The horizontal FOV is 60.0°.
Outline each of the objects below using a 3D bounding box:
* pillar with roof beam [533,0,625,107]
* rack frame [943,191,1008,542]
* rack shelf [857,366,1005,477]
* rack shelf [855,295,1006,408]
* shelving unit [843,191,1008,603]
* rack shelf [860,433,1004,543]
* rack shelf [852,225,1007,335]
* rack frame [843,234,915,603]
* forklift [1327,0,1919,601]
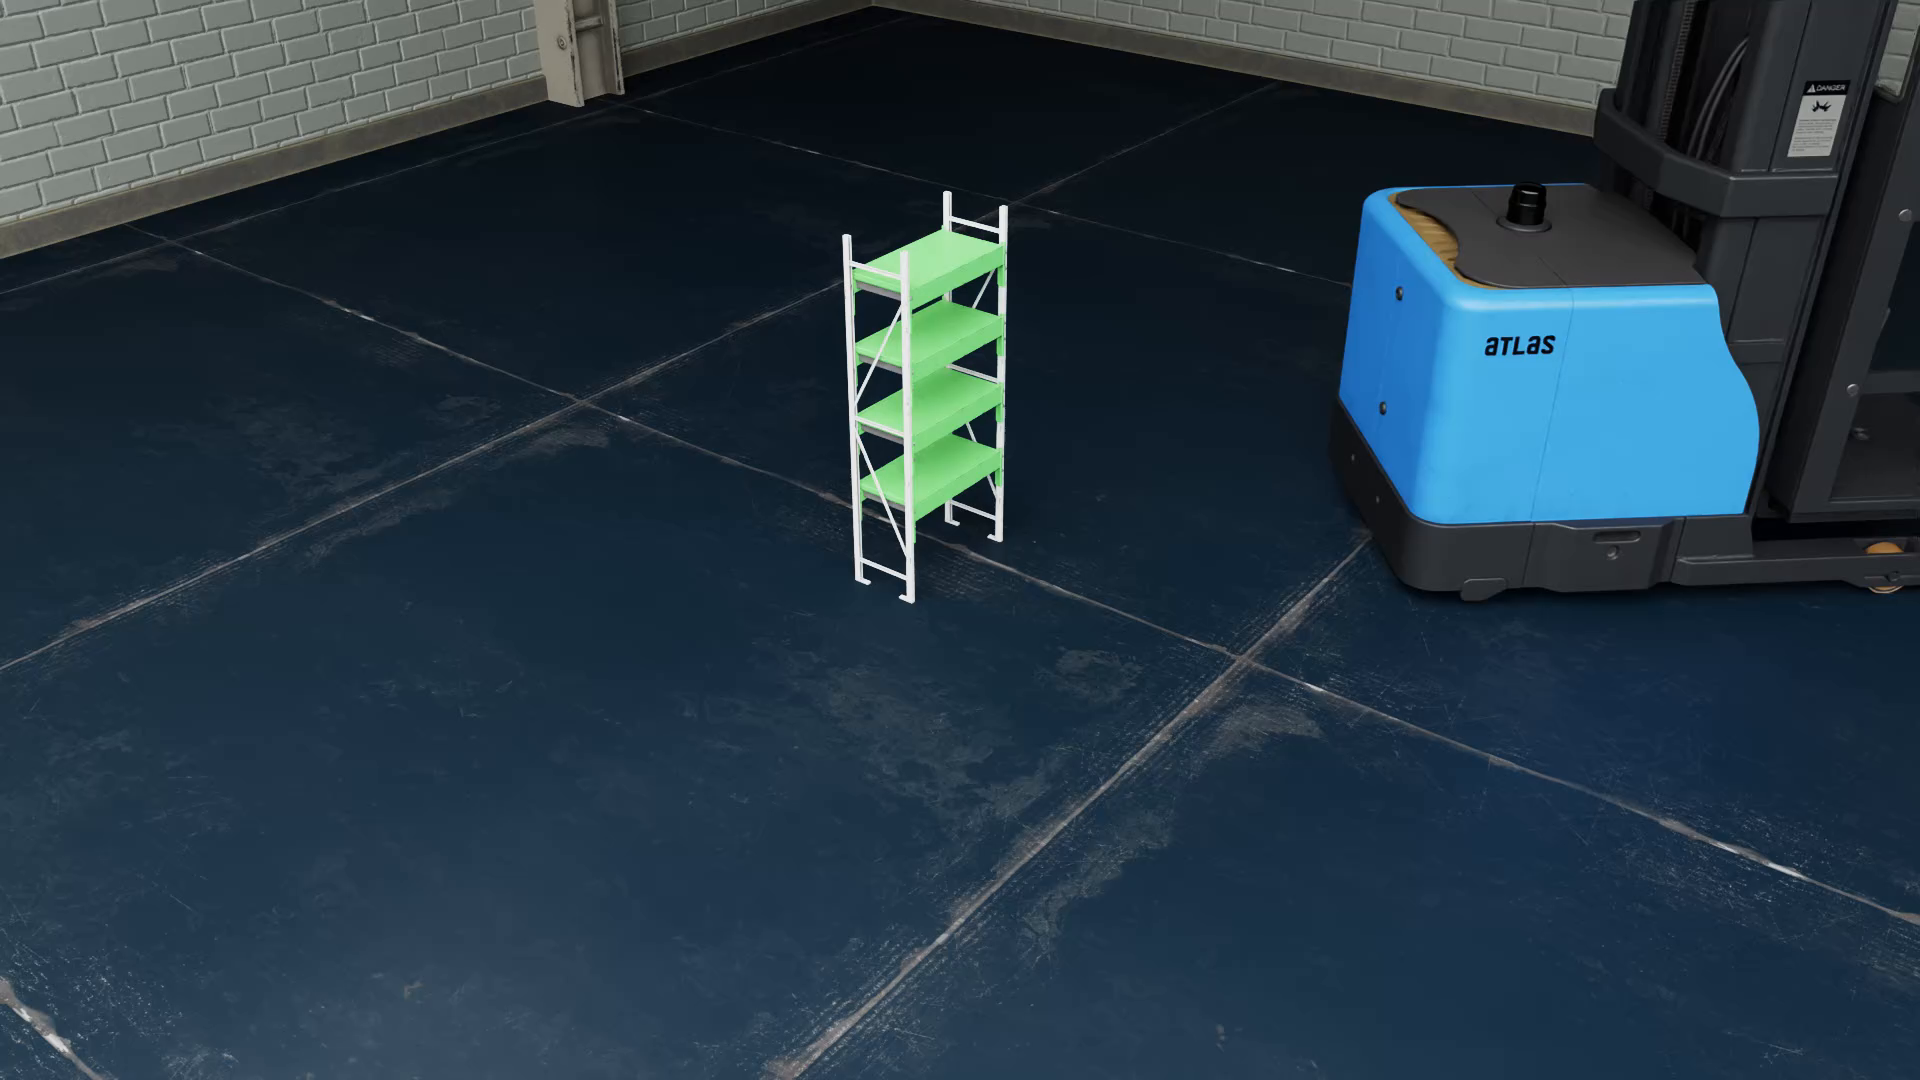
[{"bbox_3d":[1.075,-5.342,5.937,9.100,9.000,0.400,21,37,31],"label":"pillar with roof beam"},{"bbox_3d":[0.047,-0.548,5.498,0.240,1.200,0.015,21,37,31],"label":"rack frame"},{"bbox_3d":[-0.100,-0.394,5.363,0.258,0.148,0.480,21,37,31],"label":"rack shelf"},{"bbox_3d":[-0.100,-0.600,5.241,0.258,0.148,0.480,21,37,31],"label":"rack shelf"},{"bbox_3d":[-0.100,-0.449,5.331,0.258,1.200,0.503,21,37,31],"label":"shelving unit"},{"bbox_3d":[-0.100,-0.187,5.485,0.258,0.148,0.480,21,37,31],"label":"rack shelf"},{"bbox_3d":[-0.100,-0.807,5.118,0.258,0.148,0.480,21,37,31],"label":"rack shelf"},{"bbox_3d":[-0.247,-0.350,5.163,0.240,1.200,0.015,21,37,31],"label":"rack frame"},{"bbox_3d":[2.900,-1.353,5.158,3.031,2.935,1.130,-2,31,-4],"label":"forklift"}]
